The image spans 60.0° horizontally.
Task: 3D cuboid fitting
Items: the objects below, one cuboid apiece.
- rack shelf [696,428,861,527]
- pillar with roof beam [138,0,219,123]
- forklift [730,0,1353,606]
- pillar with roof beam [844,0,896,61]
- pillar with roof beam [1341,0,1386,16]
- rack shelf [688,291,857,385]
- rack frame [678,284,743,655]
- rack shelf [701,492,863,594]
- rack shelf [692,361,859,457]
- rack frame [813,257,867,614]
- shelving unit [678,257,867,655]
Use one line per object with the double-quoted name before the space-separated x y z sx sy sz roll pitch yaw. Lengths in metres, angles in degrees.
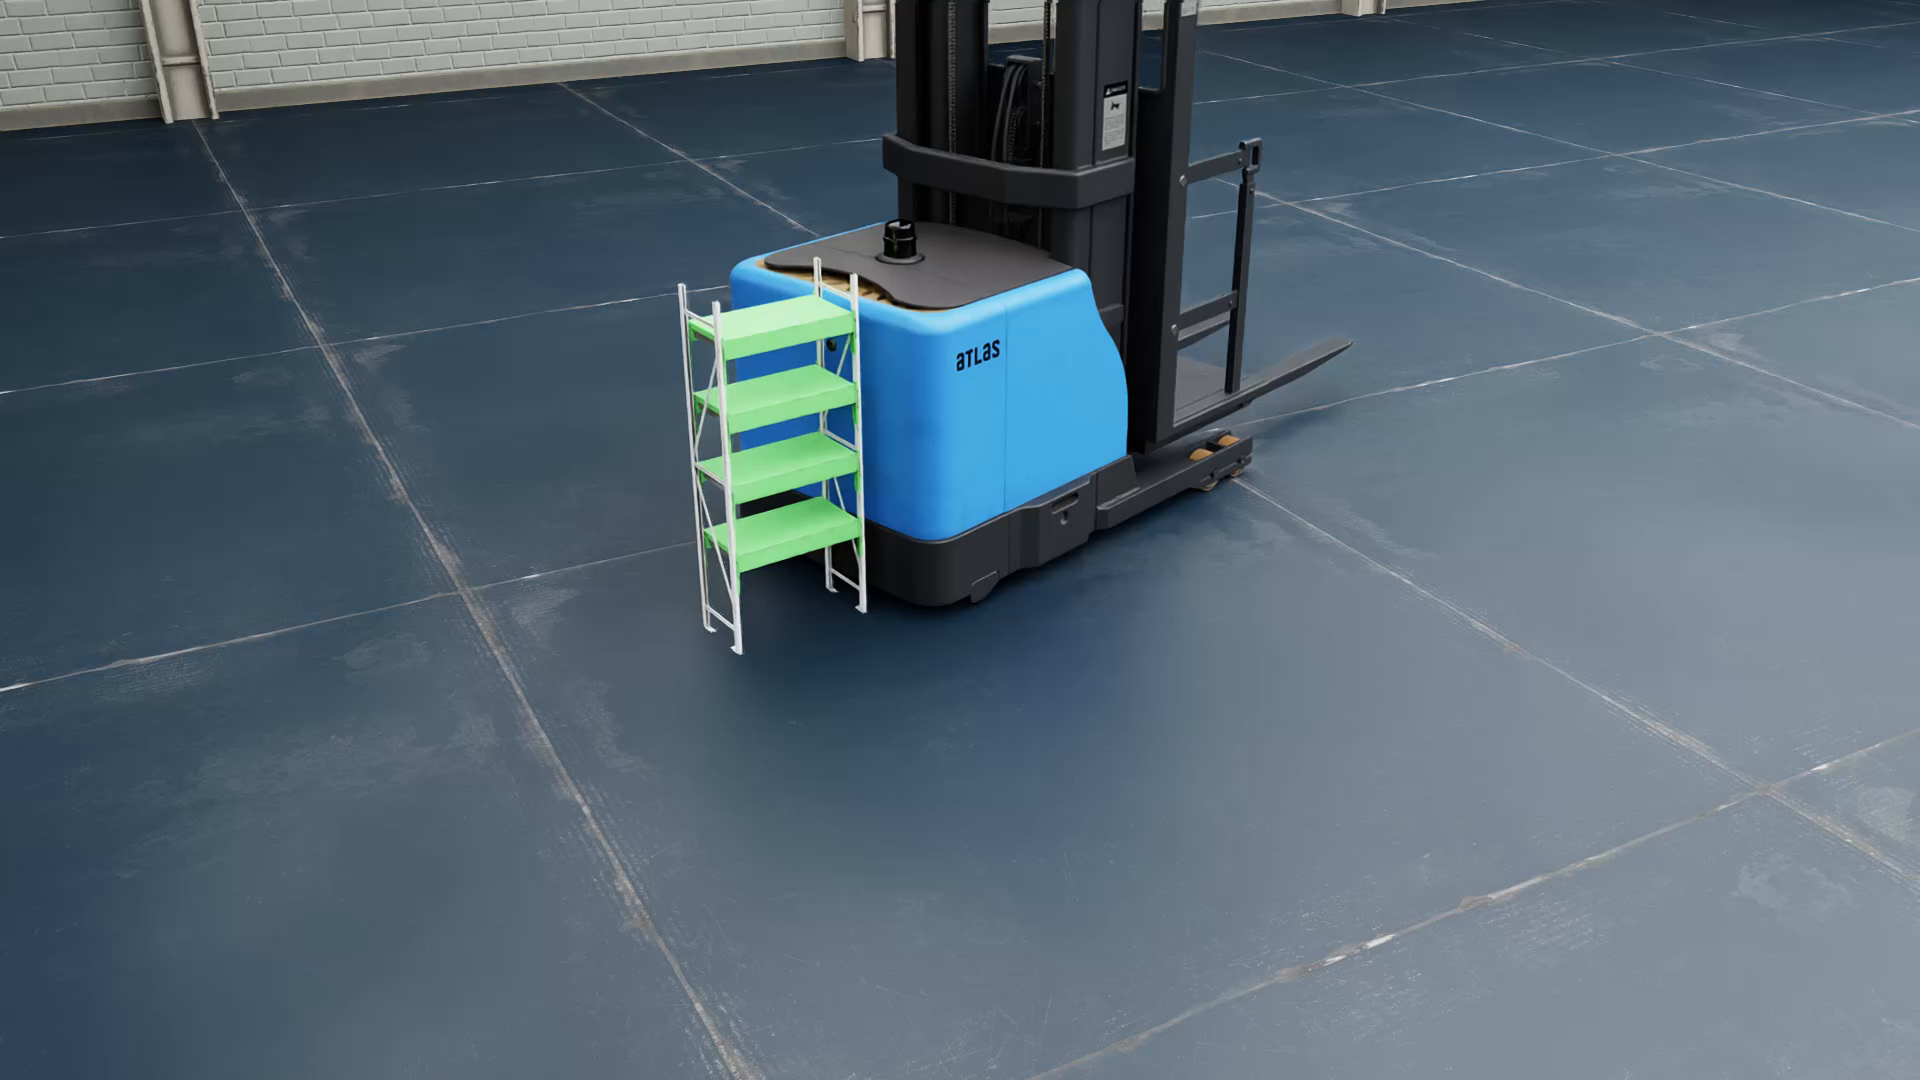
"rack shelf" -0.595 -0.211 5.450 0.480 0.148 0.258 -18 31 -32
"pillar with roof beam" -4.119 -5.788 7.909 0.400 9.000 9.100 -13 29 -25
"forklift" 0.545 -1.650 6.300 1.130 2.935 3.031 21 33 37
"pillar with roof beam" 1.175 -7.010 10.454 0.400 9.000 9.100 -13 29 -25
"pillar with roof beam" 6.470 -8.232 12.999 0.400 9.000 9.100 -13 29 -25
"rack shelf" -0.595 -0.643 5.242 0.480 0.148 0.258 -18 31 -32
"rack frame" -0.792 -0.206 5.292 0.015 1.200 0.240 -18 31 -32
"rack shelf" -0.595 0.006 5.554 0.480 0.148 0.258 -18 31 -32
"rack shelf" -0.595 -0.427 5.346 0.480 0.148 0.258 -18 31 -32
"rack frame" -0.398 -0.330 5.552 0.015 1.200 0.240 -18 31 -32
"shelving unit" -0.595 -0.268 5.422 0.503 1.200 0.258 -18 31 -32
